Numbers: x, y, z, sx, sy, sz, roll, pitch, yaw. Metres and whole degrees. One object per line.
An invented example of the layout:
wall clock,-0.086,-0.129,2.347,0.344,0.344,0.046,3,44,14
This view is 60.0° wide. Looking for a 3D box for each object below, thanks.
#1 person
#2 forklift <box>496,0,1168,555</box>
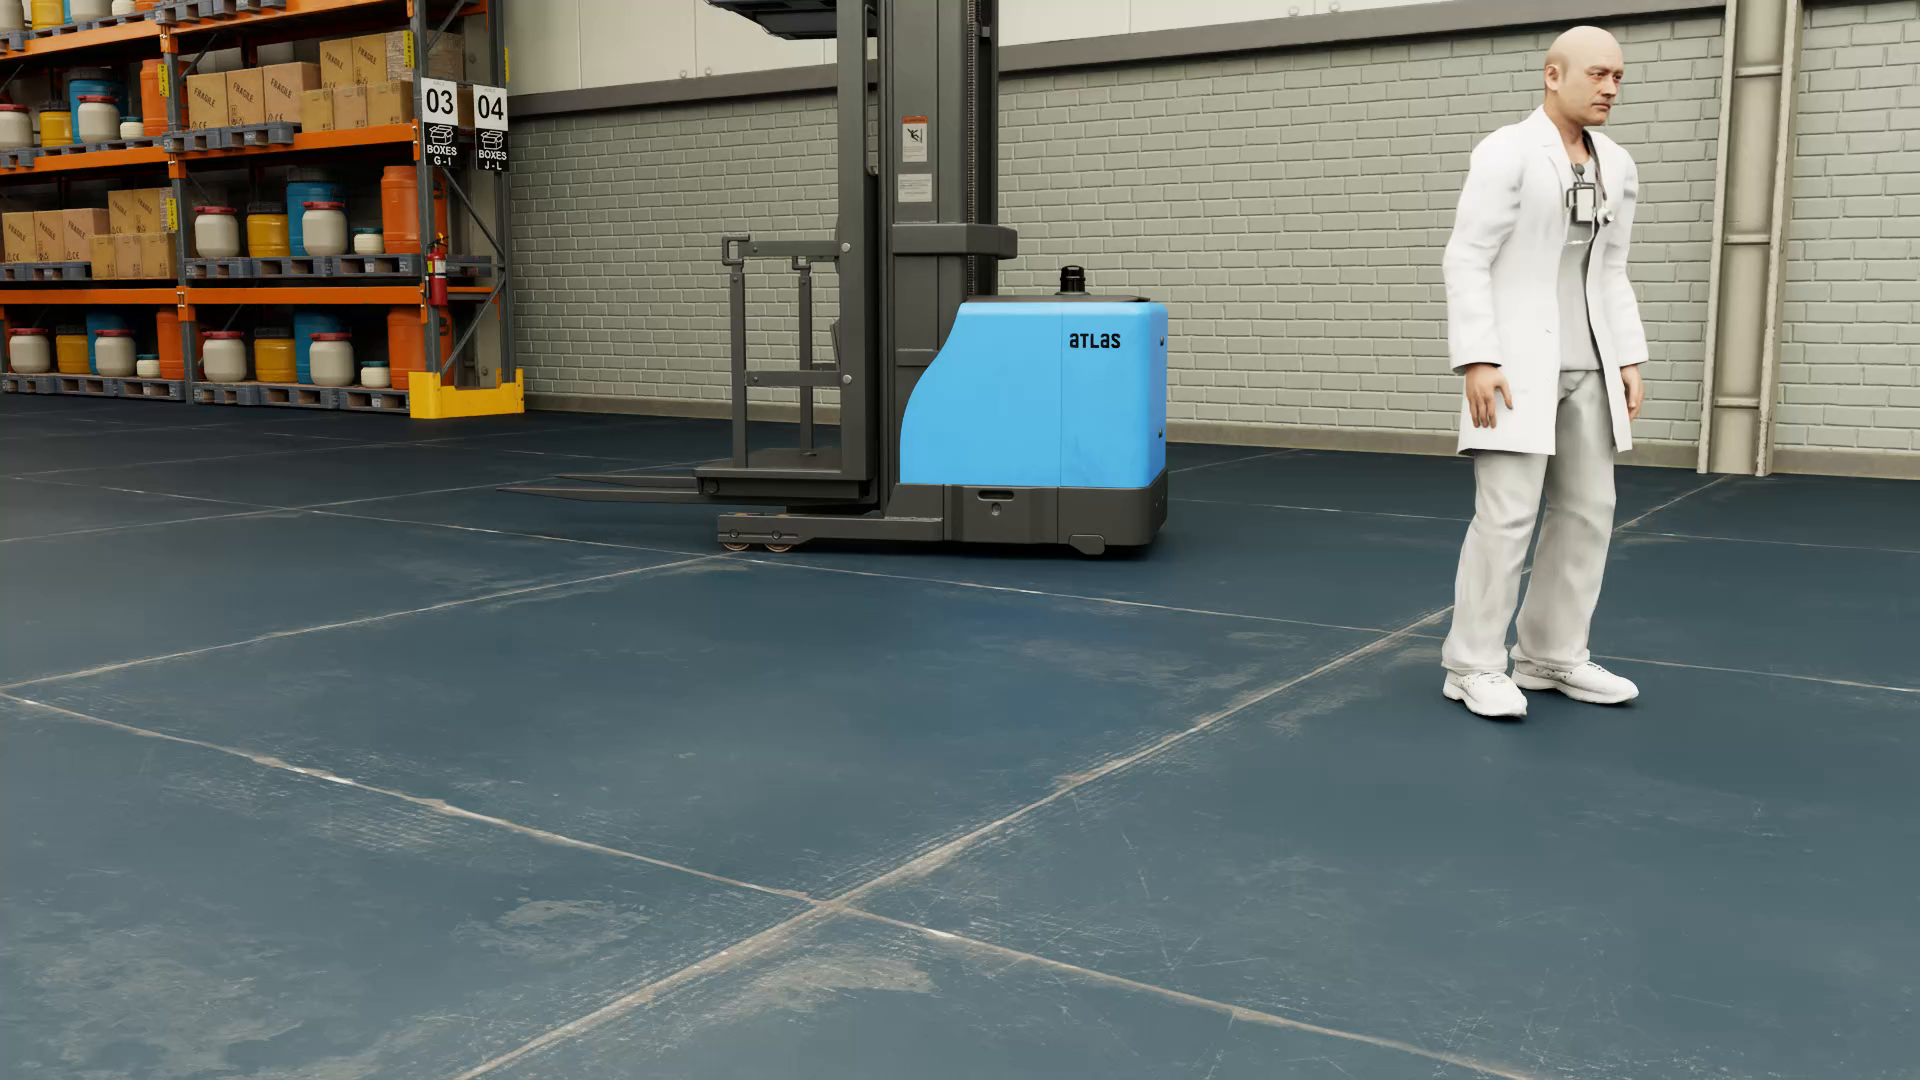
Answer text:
person,1.565,-0.445,4.429,0.642,1.775,0.421,-4,9,-25
forklift,-0.596,-1.469,7.520,3.031,2.935,1.130,2,8,12
